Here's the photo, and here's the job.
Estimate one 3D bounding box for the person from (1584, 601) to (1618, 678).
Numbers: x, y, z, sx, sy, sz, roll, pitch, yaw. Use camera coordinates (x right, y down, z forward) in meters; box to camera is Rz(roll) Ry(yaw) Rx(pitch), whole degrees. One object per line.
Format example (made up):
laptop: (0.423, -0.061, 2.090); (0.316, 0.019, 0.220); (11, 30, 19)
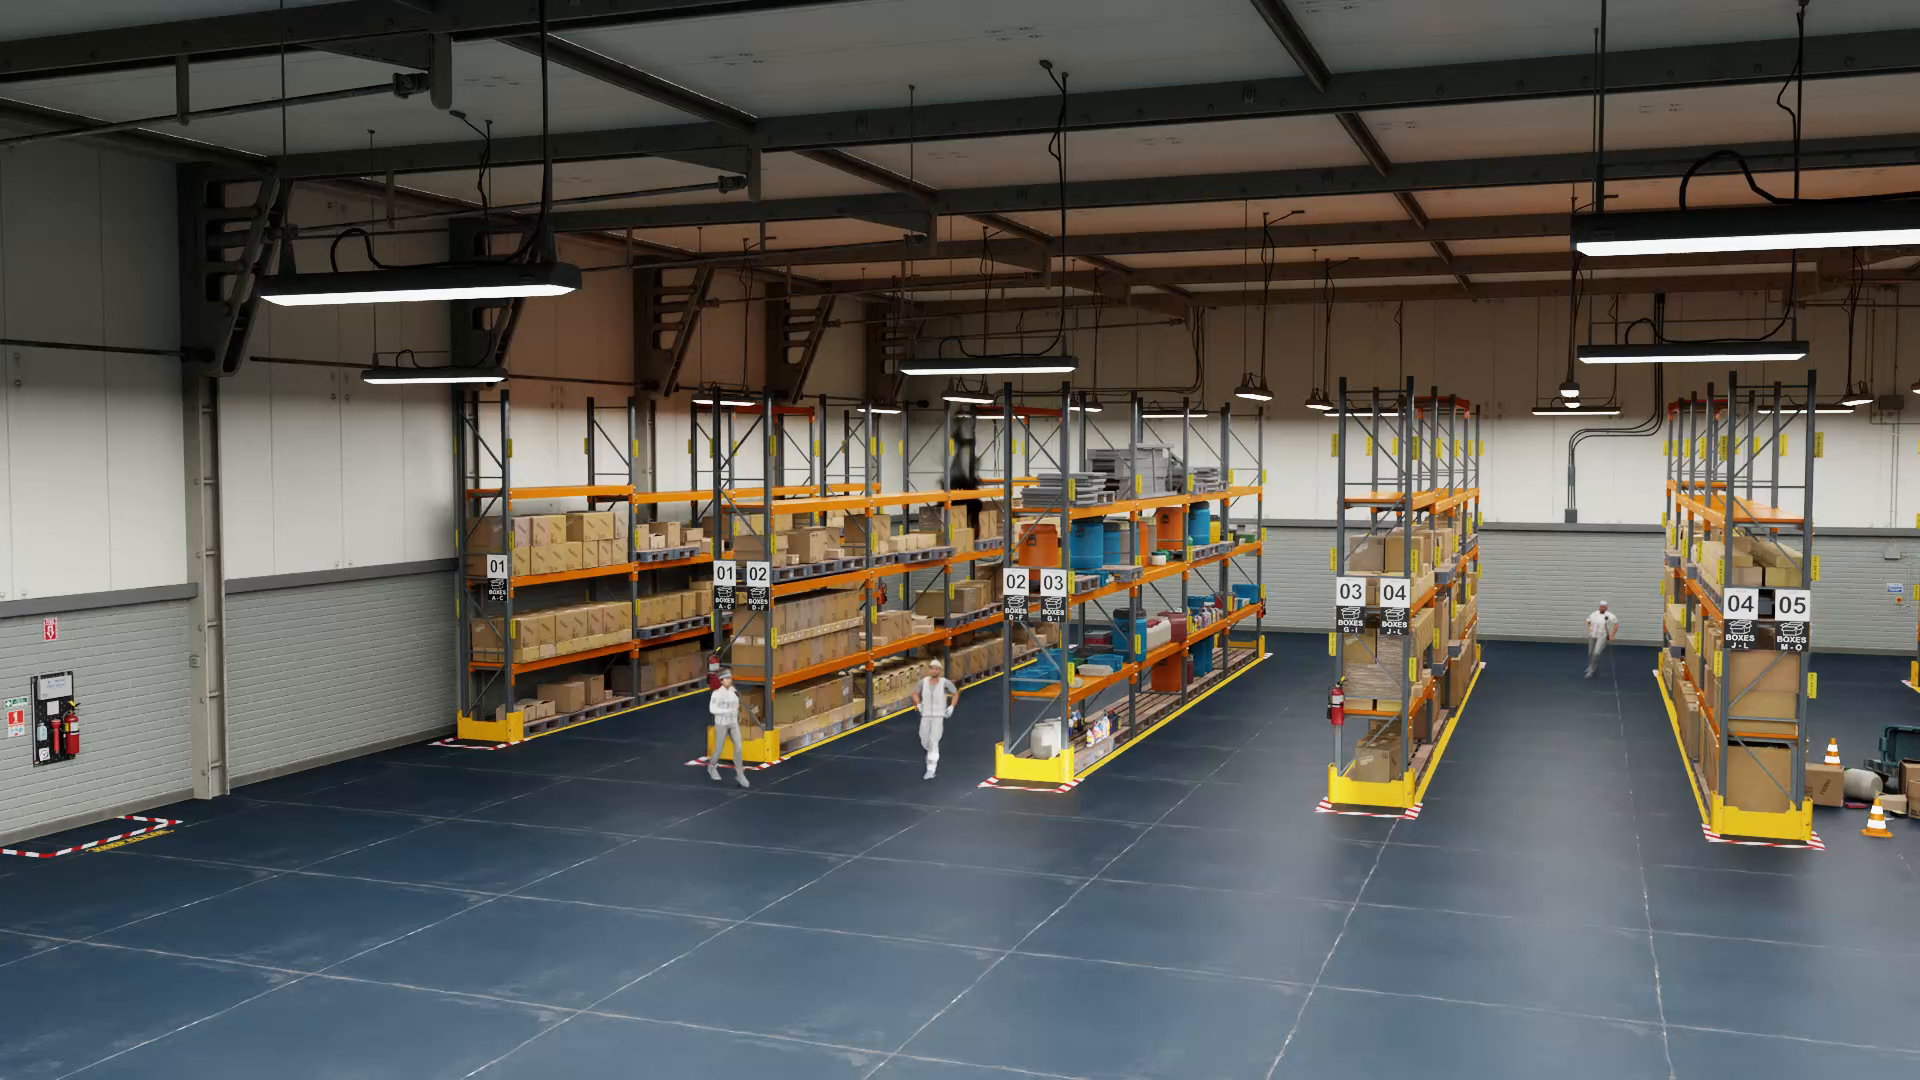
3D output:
person: (14.027, 2.169, 36.527); (0.696, 1.670, 0.885); (3, 4, 40)

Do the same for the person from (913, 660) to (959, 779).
person: (-0.388, 2.728, 25.573); (0.719, 1.791, 0.843); (1, 3, 11)

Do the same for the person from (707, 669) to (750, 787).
person: (-3.484, 2.772, 24.757); (0.617, 1.725, 0.836); (-3, 4, -41)
